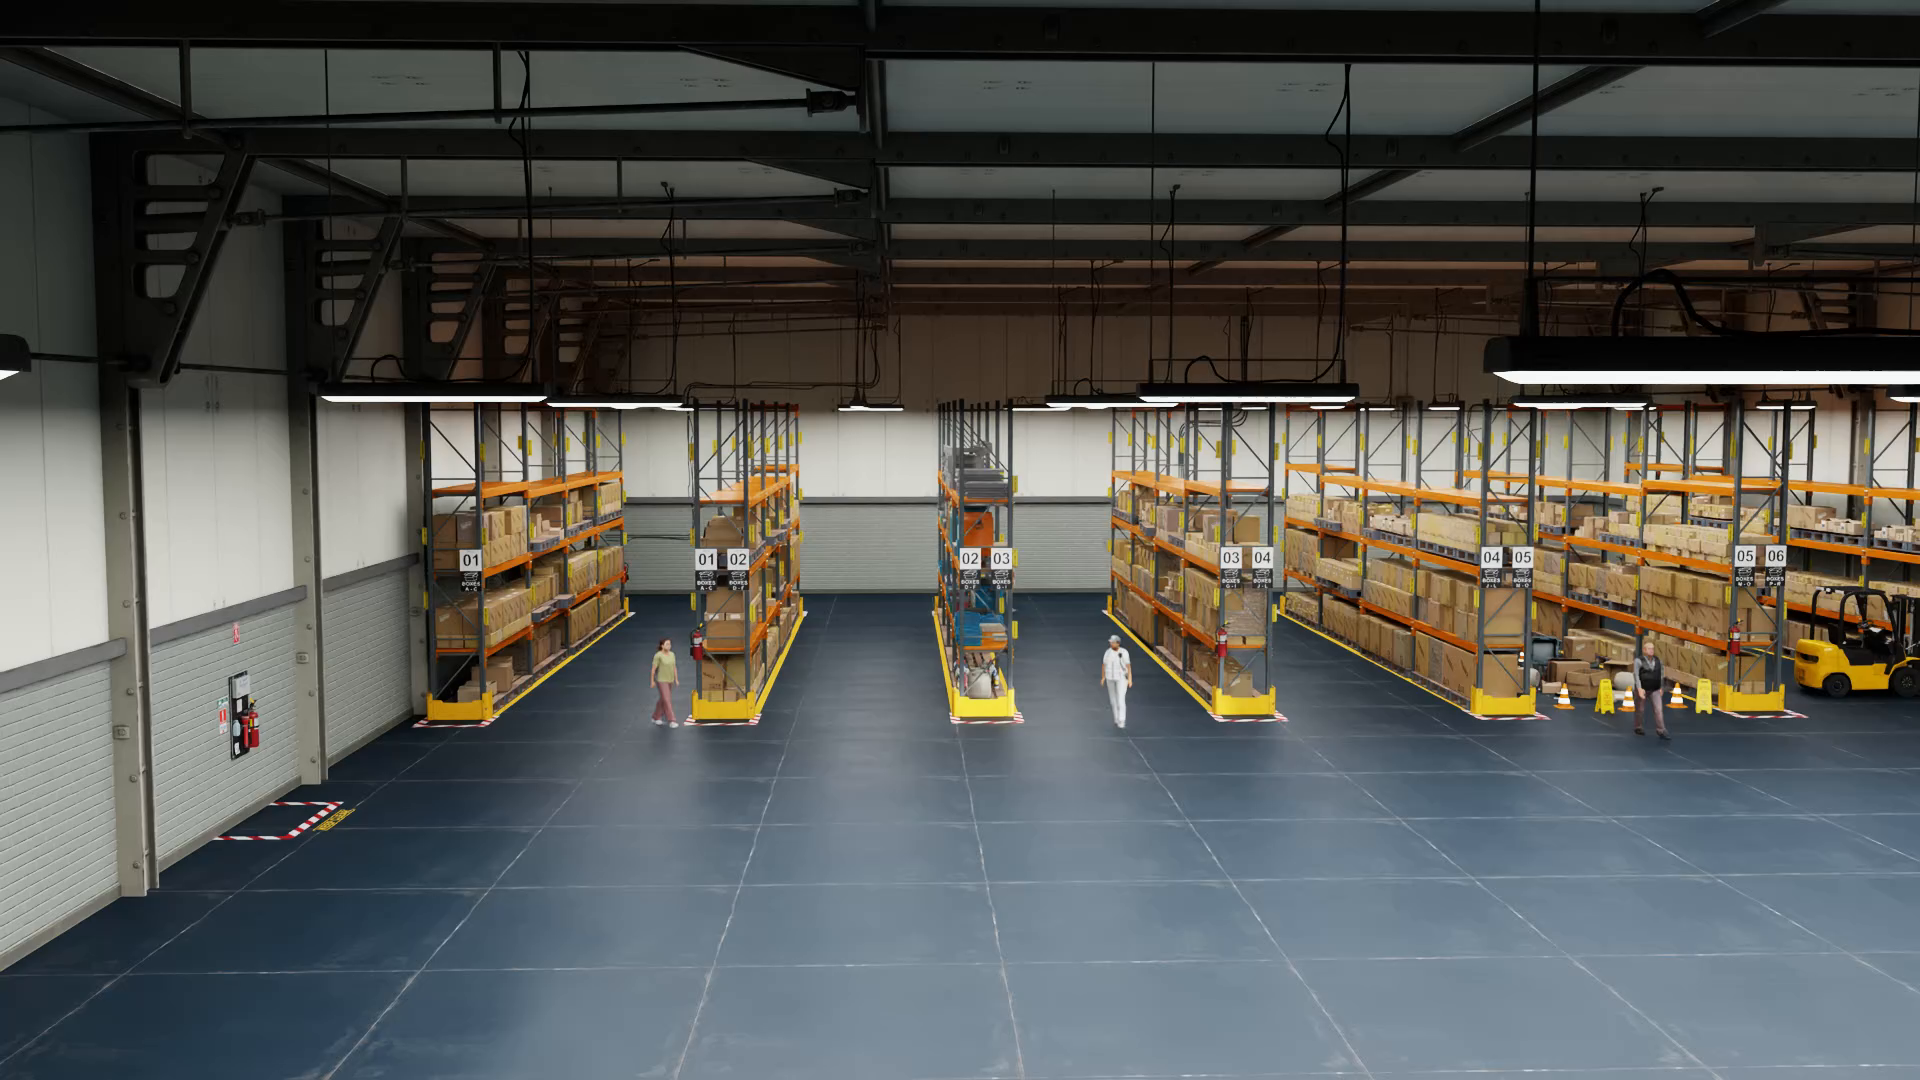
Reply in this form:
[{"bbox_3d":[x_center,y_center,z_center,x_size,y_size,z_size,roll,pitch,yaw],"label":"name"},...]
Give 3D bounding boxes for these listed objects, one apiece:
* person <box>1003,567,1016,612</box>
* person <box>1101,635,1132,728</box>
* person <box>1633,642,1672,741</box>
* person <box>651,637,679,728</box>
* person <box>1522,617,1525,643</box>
[{"bbox_3d":[1.303,1.191,48.008,0.609,1.788,0.467,-1,4,-7],"label":"person"},{"bbox_3d":[2.843,2.586,30.475,0.597,1.662,0.749,2,5,28],"label":"person"},{"bbox_3d":[12.112,2.642,29.187,0.569,1.671,0.960,0,4,5],"label":"person"},{"bbox_3d":[-5.330,2.587,30.313,0.949,1.625,0.507,3,5,36],"label":"person"},{"bbox_3d":[13.532,1.846,40.179,0.471,1.714,0.475,-2,5,-20],"label":"person"}]
